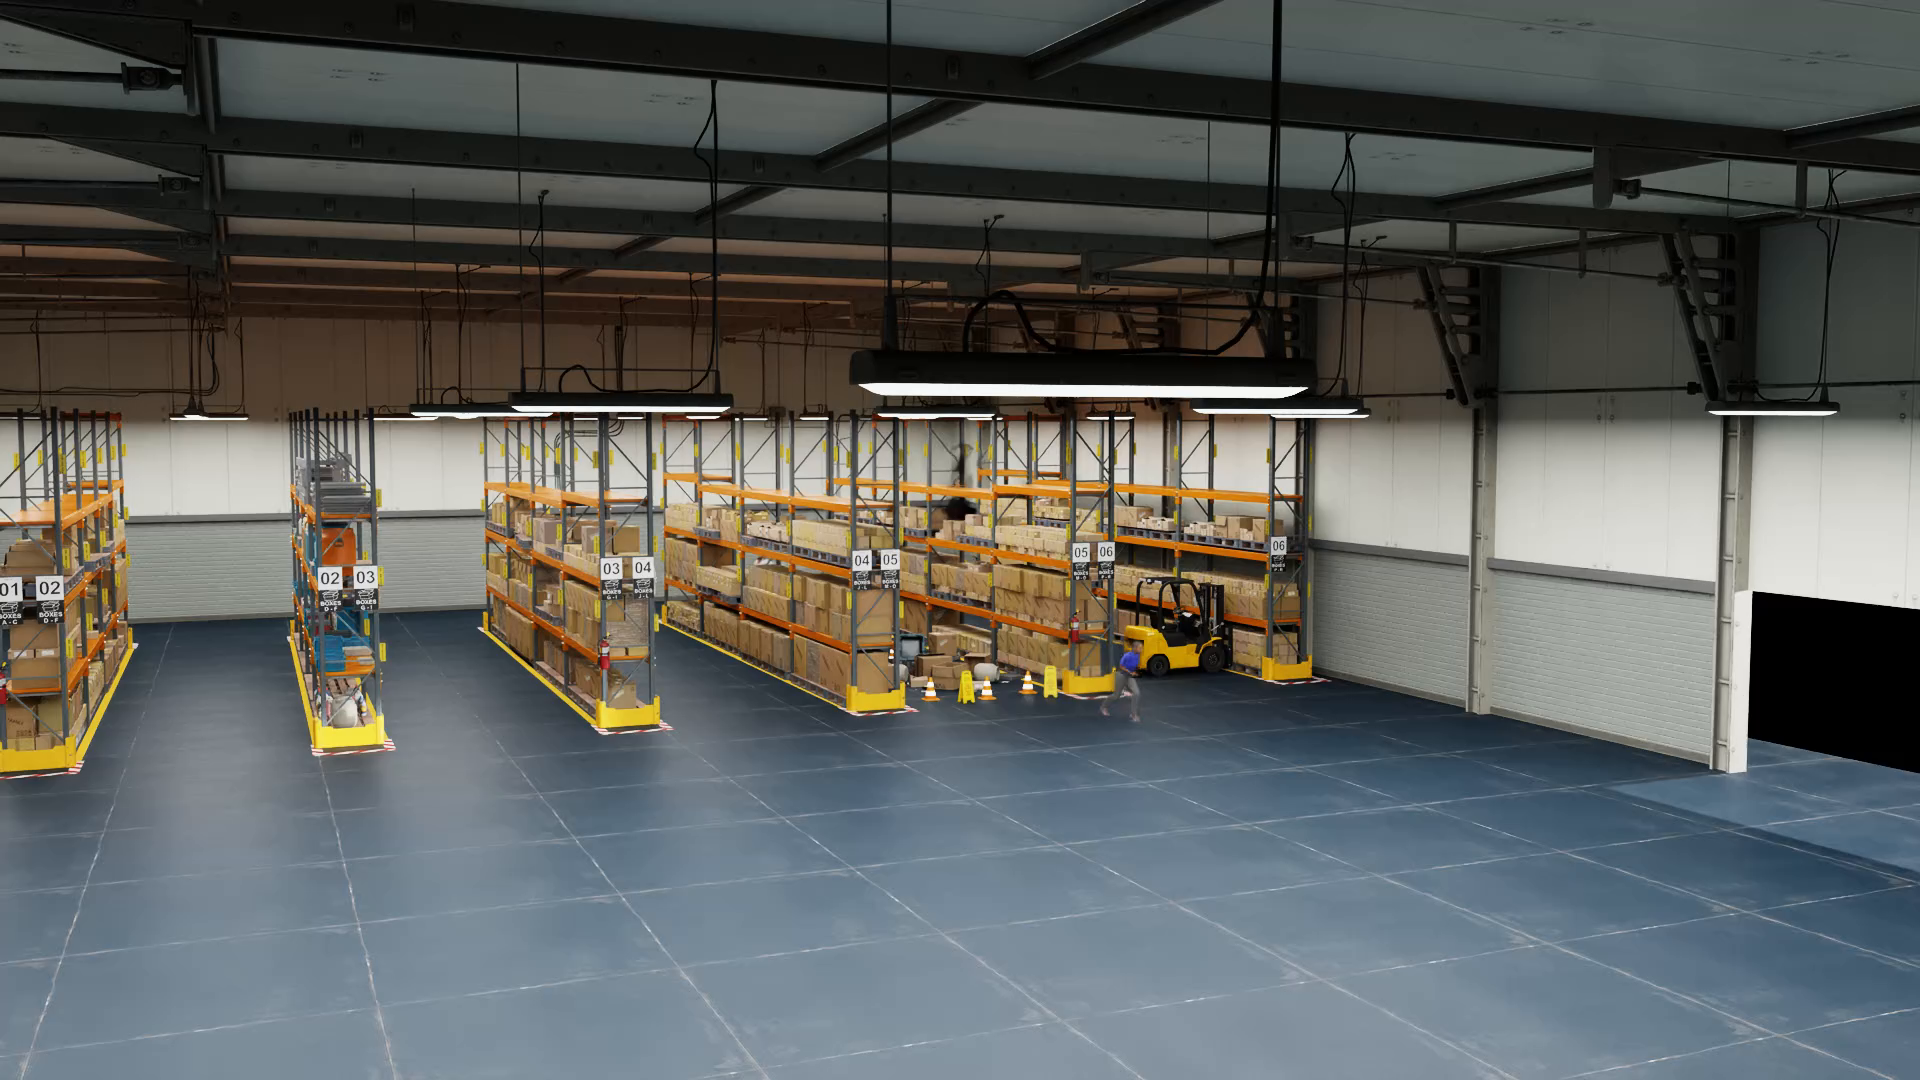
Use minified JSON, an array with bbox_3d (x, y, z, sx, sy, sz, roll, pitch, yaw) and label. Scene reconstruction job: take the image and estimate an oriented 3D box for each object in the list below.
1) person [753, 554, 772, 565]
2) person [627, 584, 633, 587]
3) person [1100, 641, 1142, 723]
[{"bbox_3d":[-6.118,1.221,51.284,0.688,1.781,0.950,4,6,43],"label":"person"},{"bbox_3d":[-9.492,1.480,47.931,0.755,1.780,0.988,0,4,6],"label":"person"},{"bbox_3d":[3.120,2.716,32.081,0.963,1.617,0.616,3,5,39],"label":"person"}]
